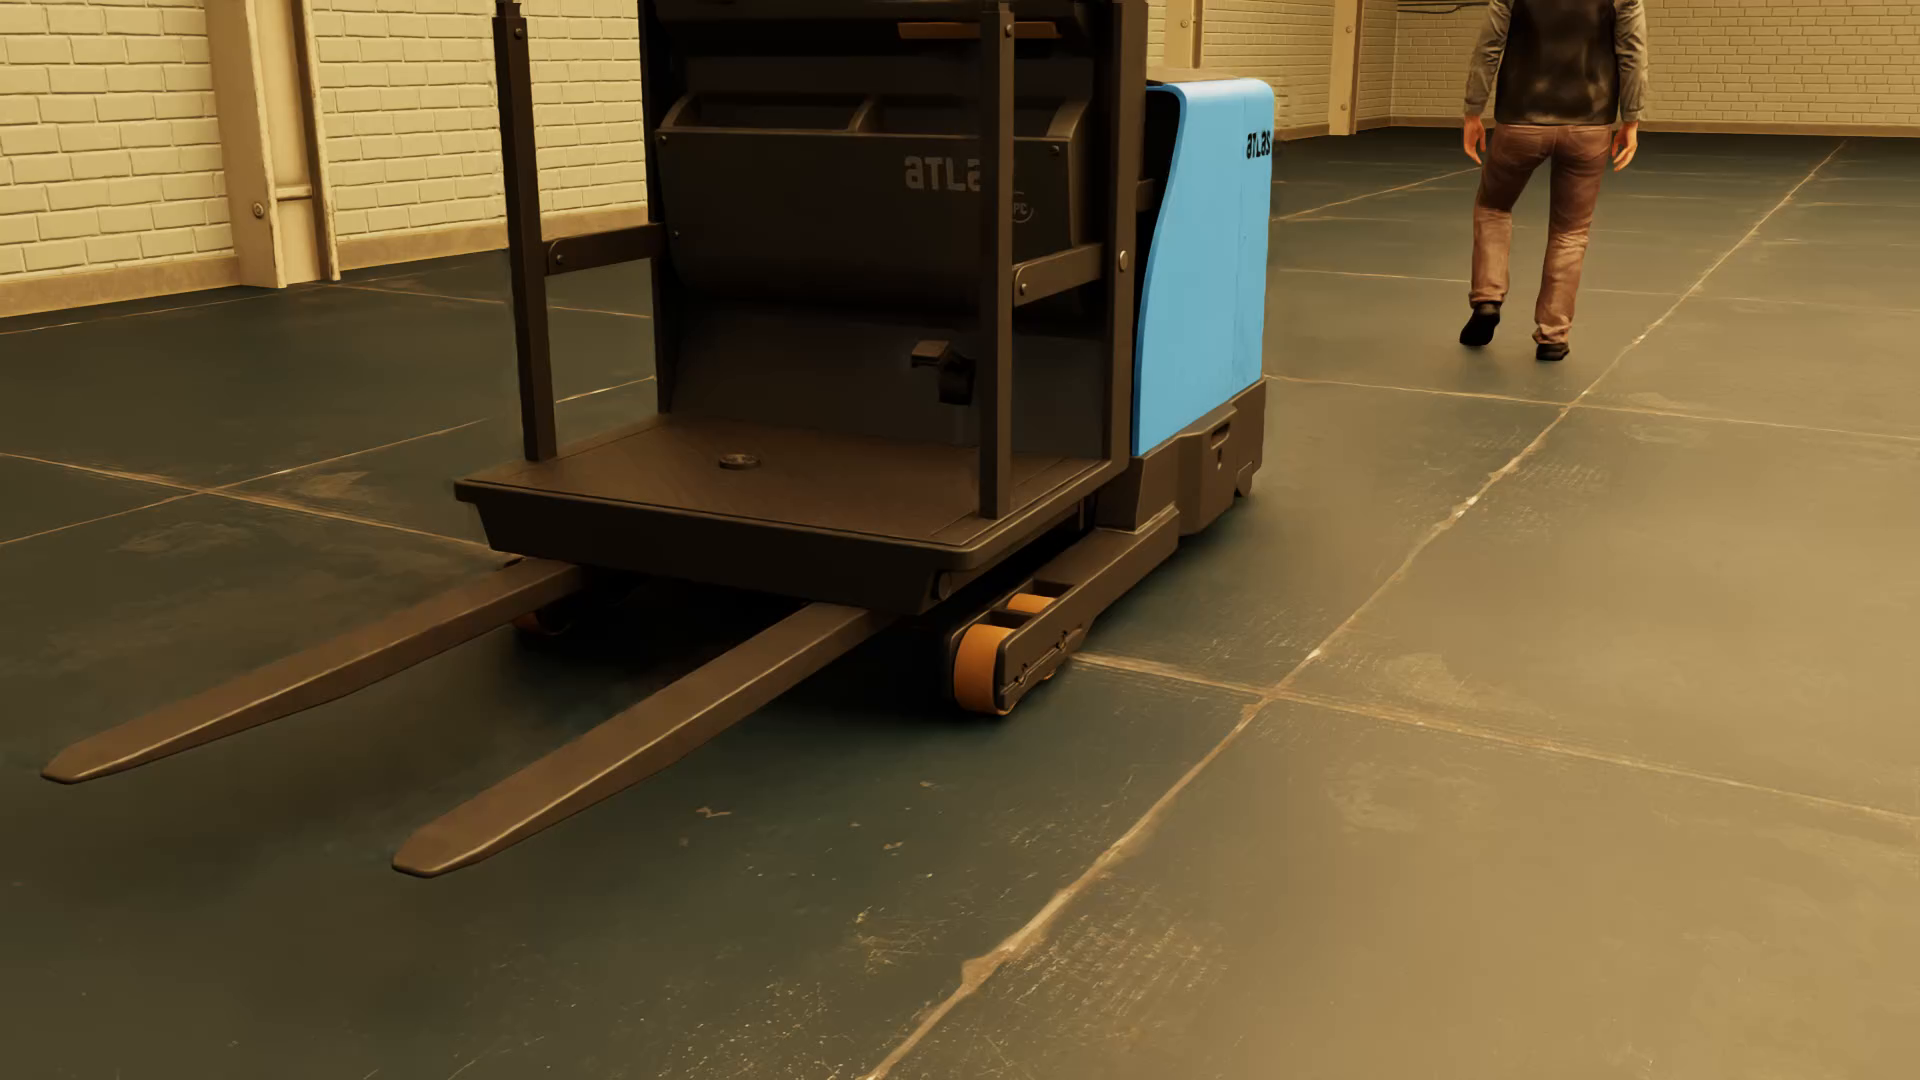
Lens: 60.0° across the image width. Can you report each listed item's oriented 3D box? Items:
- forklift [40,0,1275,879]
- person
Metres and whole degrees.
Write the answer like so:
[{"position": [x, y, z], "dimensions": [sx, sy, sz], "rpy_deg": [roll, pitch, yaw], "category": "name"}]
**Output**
[{"position": [-0.275, -1.230, 3.029], "dimensions": [1.130, 2.935, 3.031], "rpy_deg": [8, 18, 24], "category": "forklift"}, {"position": [2.254, -1.560, 6.362], "dimensions": [0.645, 1.724, 0.494], "rpy_deg": [5, 17, 17], "category": "person"}]
